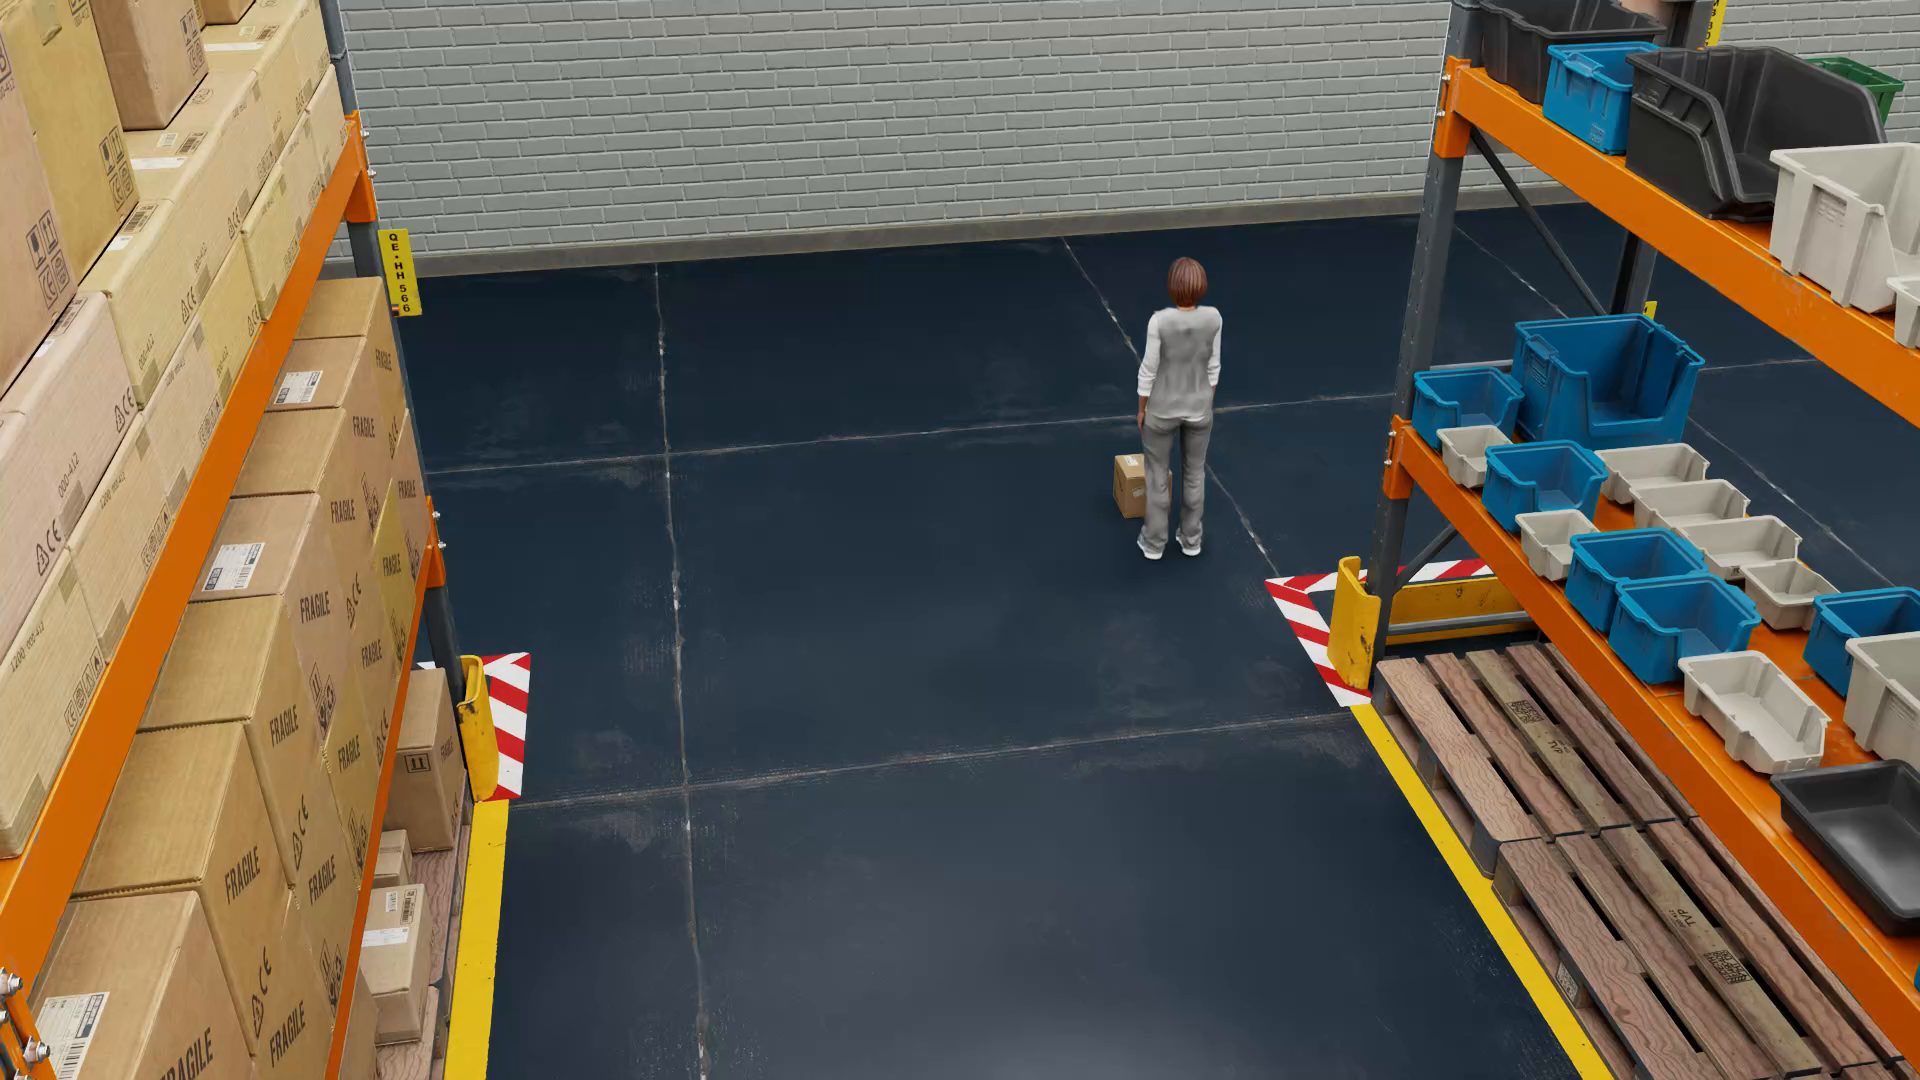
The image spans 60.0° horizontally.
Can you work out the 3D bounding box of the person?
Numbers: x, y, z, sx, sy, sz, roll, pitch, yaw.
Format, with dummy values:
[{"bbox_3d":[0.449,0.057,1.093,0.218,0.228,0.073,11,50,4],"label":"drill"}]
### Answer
[{"bbox_3d":[1.056,-0.631,8.193,0.408,1.589,0.315,-5,31,-8],"label":"person"}]
